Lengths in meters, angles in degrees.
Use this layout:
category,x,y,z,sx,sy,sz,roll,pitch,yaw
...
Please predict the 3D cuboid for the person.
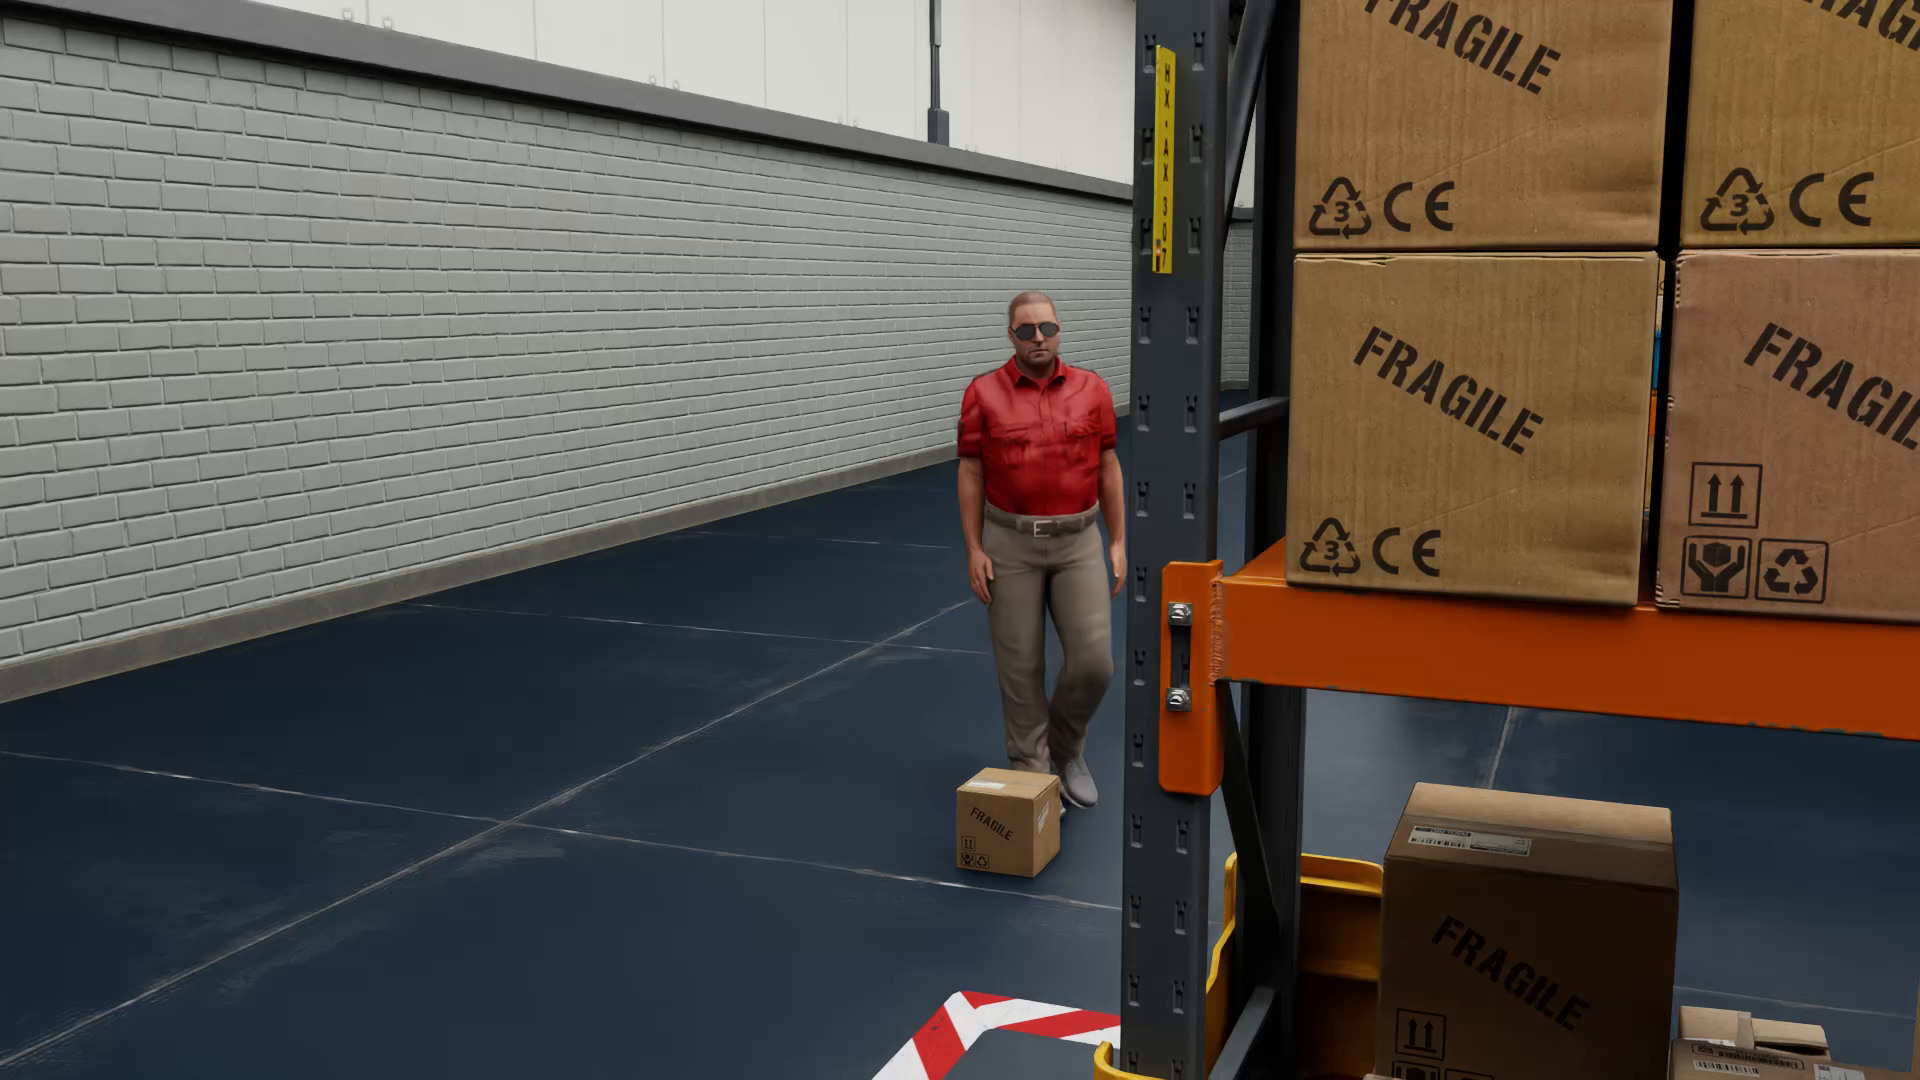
category,x,y,z,sx,sy,sz,roll,pitch,yaw
person,0.280,0.056,5.523,0.436,1.569,0.395,-1,9,-6
